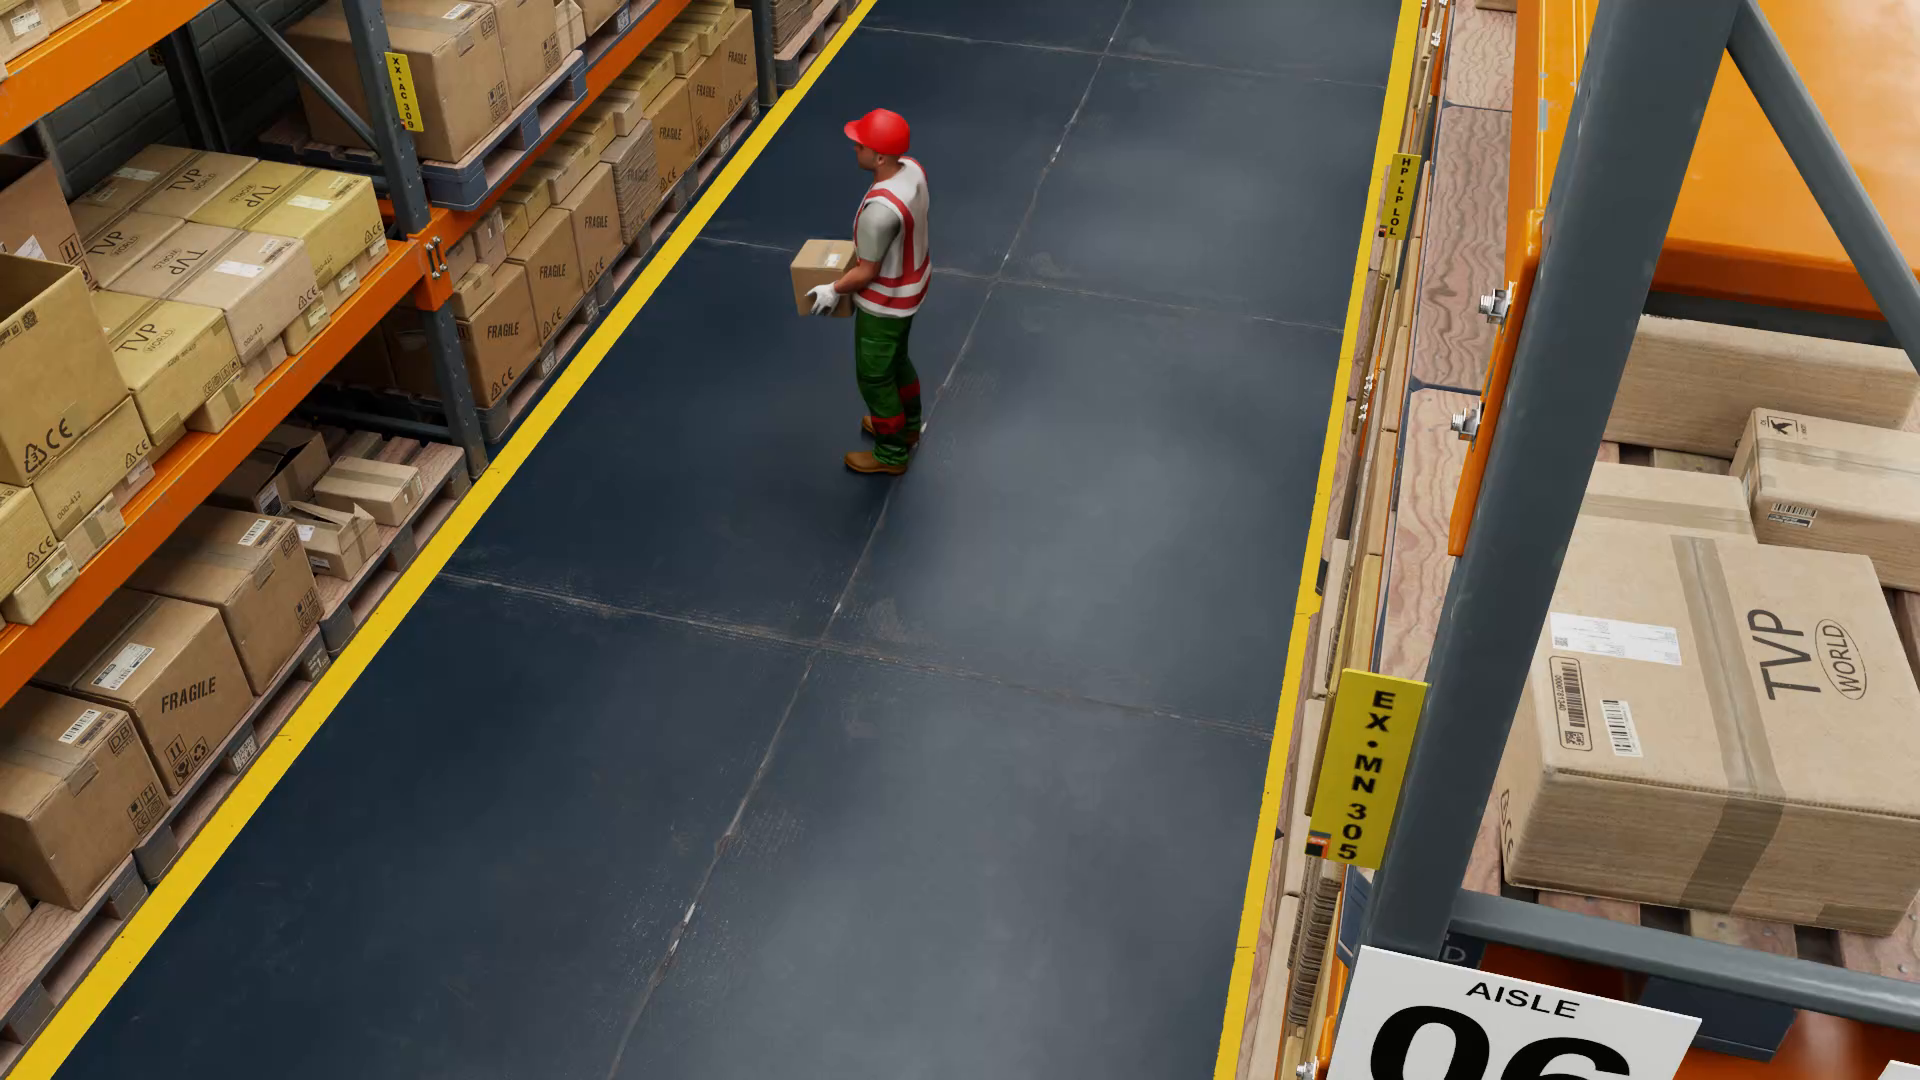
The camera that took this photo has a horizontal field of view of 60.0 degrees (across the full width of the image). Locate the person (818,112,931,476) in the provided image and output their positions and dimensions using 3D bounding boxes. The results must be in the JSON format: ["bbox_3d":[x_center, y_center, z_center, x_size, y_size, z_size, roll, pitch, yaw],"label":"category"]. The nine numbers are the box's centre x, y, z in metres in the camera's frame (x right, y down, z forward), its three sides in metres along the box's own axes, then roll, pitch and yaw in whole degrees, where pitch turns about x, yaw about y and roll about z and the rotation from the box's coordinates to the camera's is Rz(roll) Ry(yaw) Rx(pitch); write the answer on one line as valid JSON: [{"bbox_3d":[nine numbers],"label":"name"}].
[{"bbox_3d":[-0.364,-1.081,7.405,0.454,1.779,0.620,9,41,10],"label":"person"}]
